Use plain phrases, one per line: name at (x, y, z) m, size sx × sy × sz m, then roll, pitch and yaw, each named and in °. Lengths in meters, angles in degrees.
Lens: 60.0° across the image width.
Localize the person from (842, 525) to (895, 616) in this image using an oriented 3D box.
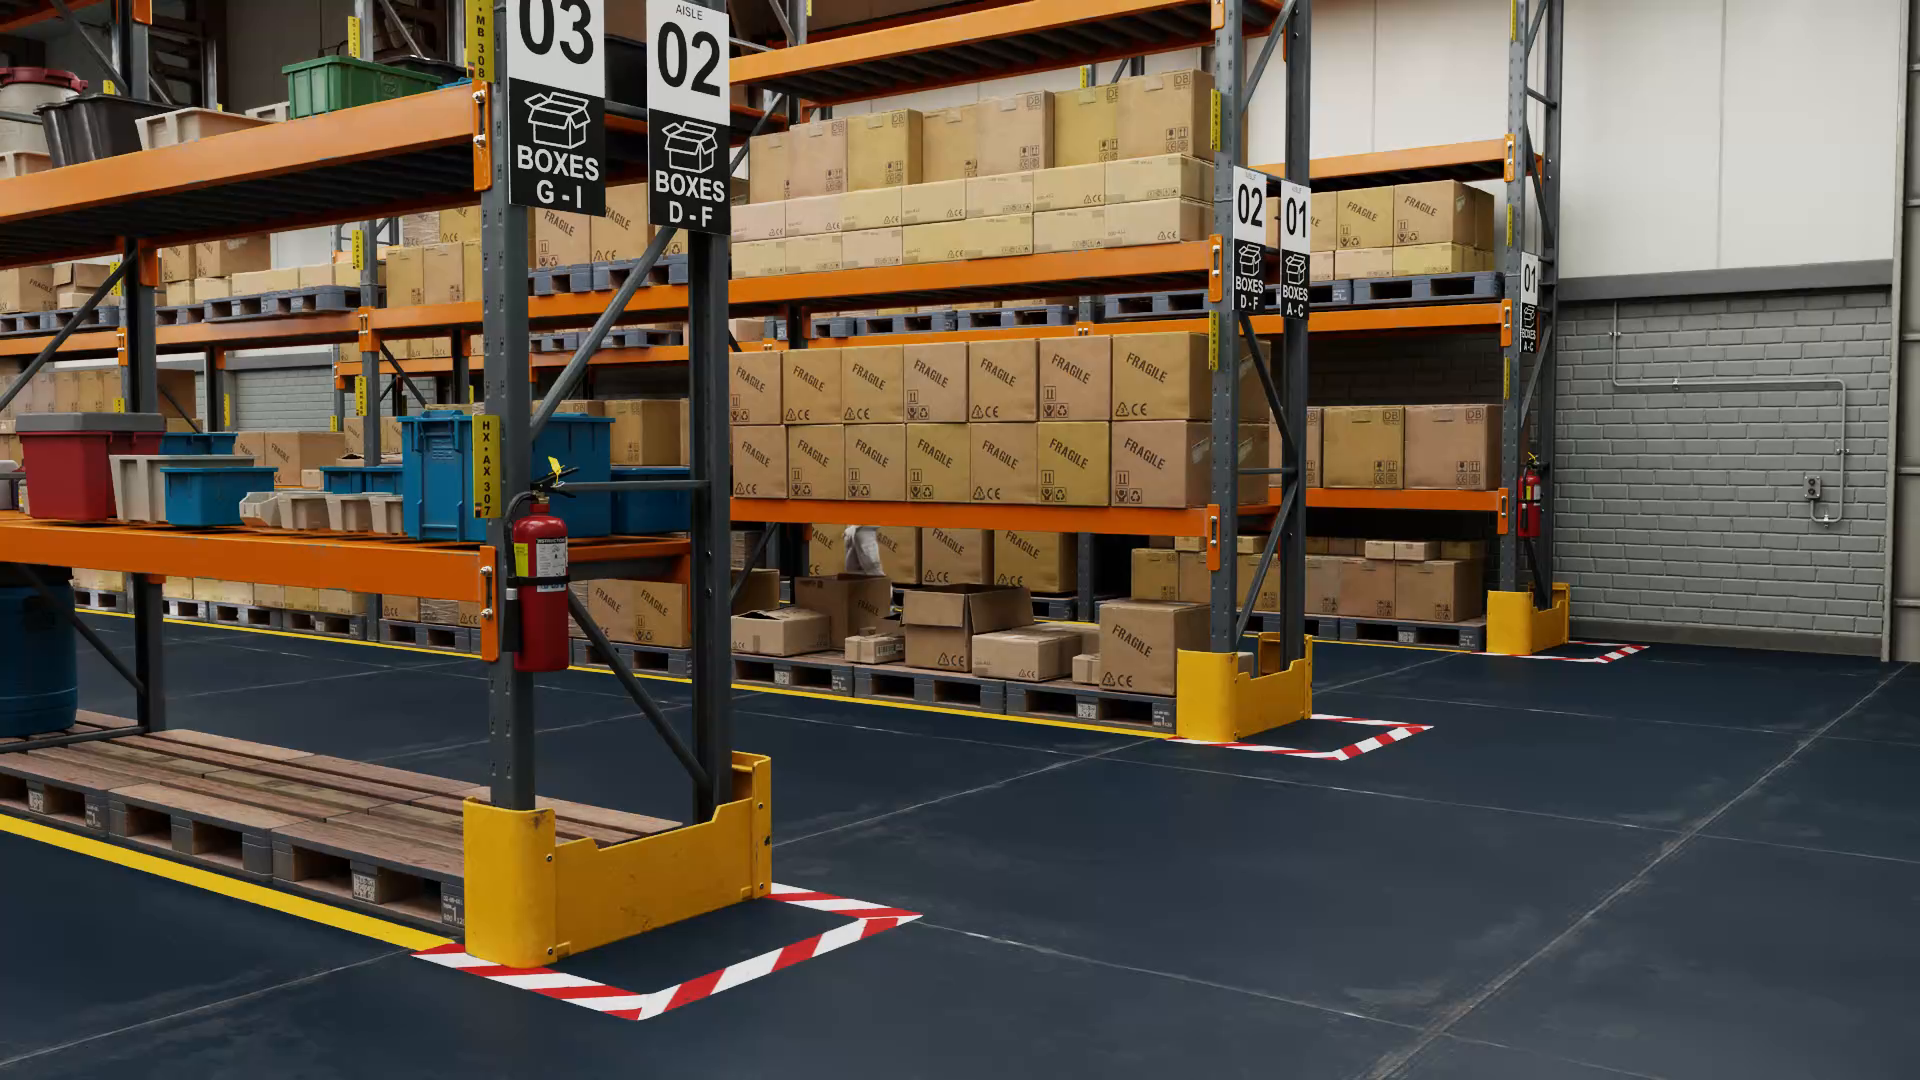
person at (-0.911, -0.090, 15.278) m, size 0.636 × 1.790 × 0.680 m, roll 0°, pitch 3°, yaw -1°
